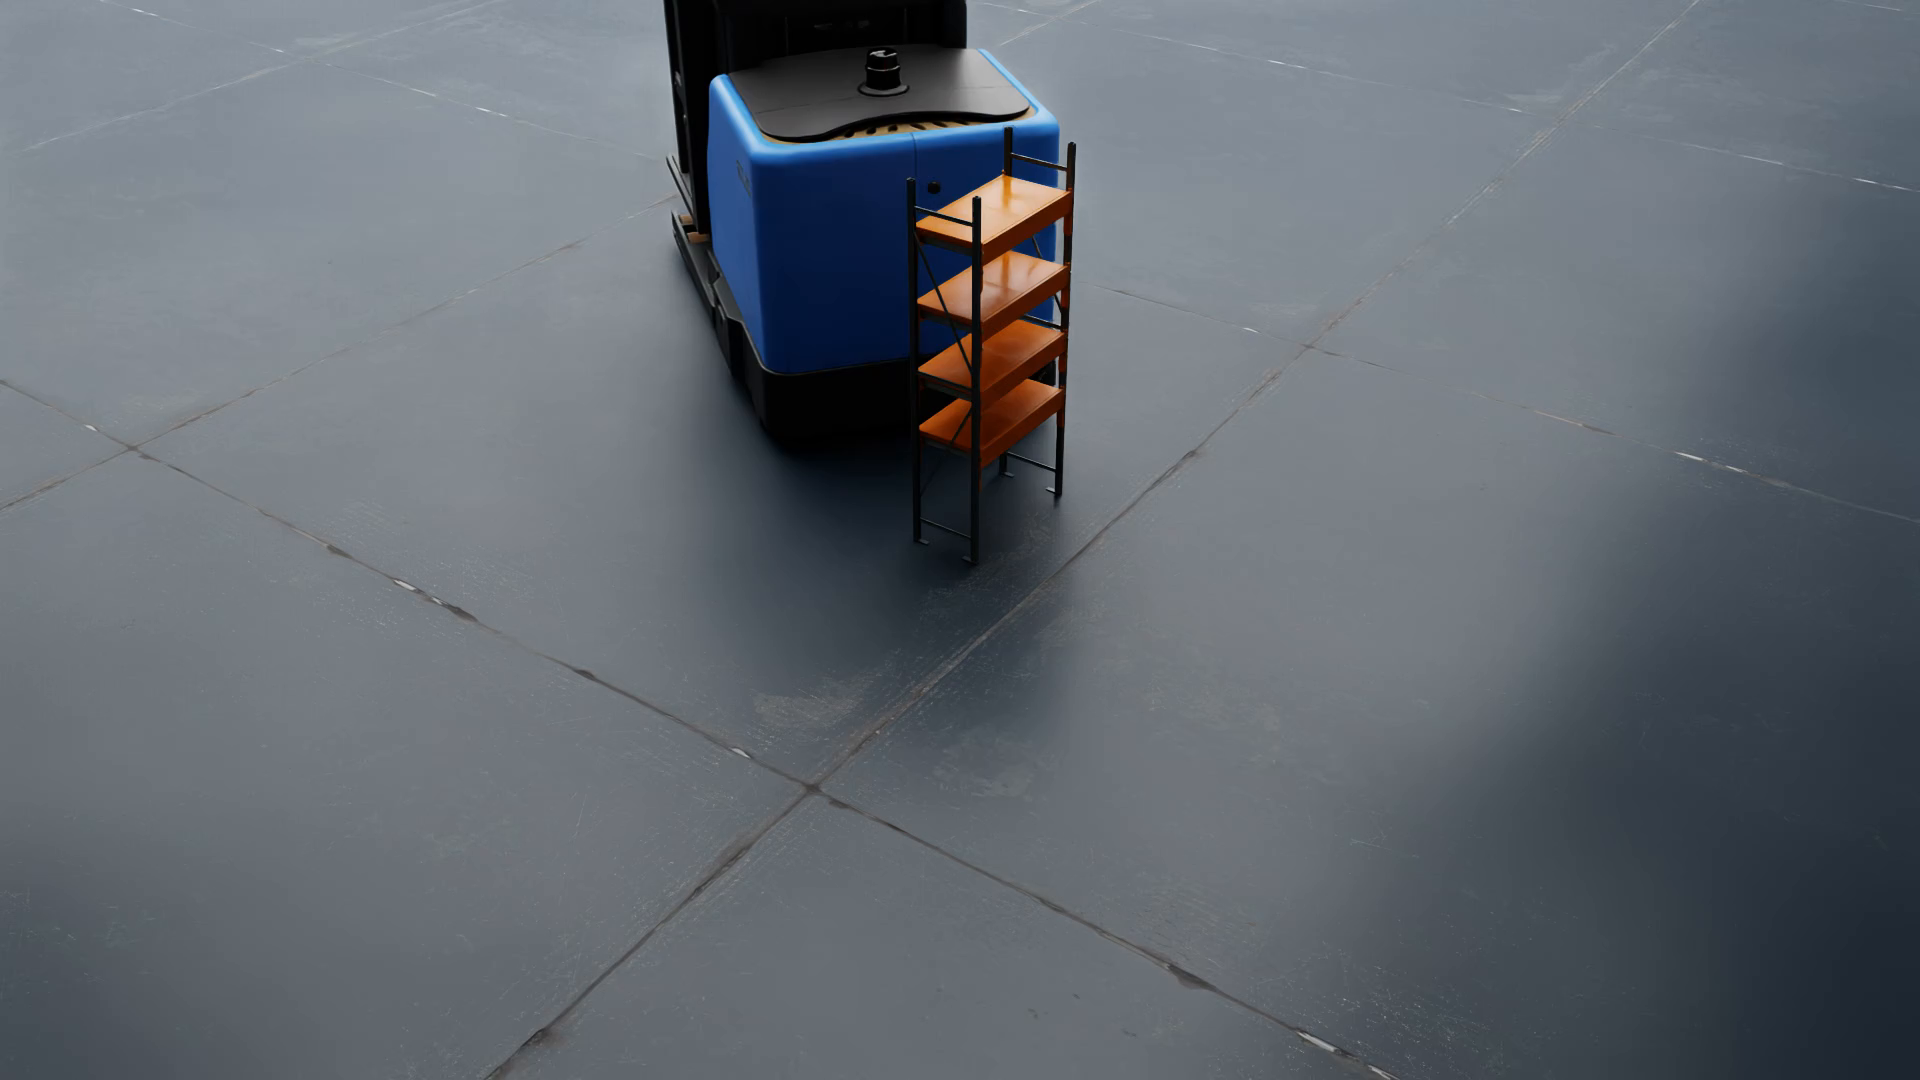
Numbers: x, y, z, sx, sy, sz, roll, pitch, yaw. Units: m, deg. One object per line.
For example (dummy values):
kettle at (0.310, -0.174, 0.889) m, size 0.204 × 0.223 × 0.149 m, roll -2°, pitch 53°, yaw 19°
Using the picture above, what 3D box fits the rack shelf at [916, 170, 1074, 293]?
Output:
rack shelf at (0.094, -0.899, 4.806) m, size 0.258 × 0.148 × 0.480 m, roll 21°, pitch 39°, yaw 28°

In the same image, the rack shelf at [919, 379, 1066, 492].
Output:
rack shelf at (0.094, -0.353, 5.175) m, size 0.258 × 0.148 × 0.480 m, roll 21°, pitch 39°, yaw 28°

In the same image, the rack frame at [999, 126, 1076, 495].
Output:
rack frame at (0.234, -0.686, 5.193) m, size 0.240 × 1.200 × 0.015 m, roll 21°, pitch 39°, yaw 28°

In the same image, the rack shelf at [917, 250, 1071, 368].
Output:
rack shelf at (0.094, -0.703, 4.939) m, size 0.258 × 0.148 × 0.480 m, roll 21°, pitch 39°, yaw 28°

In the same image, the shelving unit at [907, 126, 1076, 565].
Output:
shelving unit at (0.094, -0.573, 5.027) m, size 0.258 × 1.200 × 0.503 m, roll 21°, pitch 39°, yaw 28°

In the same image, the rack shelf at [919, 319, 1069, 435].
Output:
rack shelf at (0.094, -0.517, 5.064) m, size 0.258 × 0.148 × 0.480 m, roll 21°, pitch 39°, yaw 28°

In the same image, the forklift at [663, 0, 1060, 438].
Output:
forklift at (-0.583, -2.382, 6.155) m, size 1.130 × 2.935 × 3.031 m, roll -10°, pitch 35°, yaw -14°

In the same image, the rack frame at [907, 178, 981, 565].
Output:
rack frame at (-0.045, -0.461, 4.861) m, size 0.240 × 1.200 × 0.015 m, roll 21°, pitch 39°, yaw 28°
